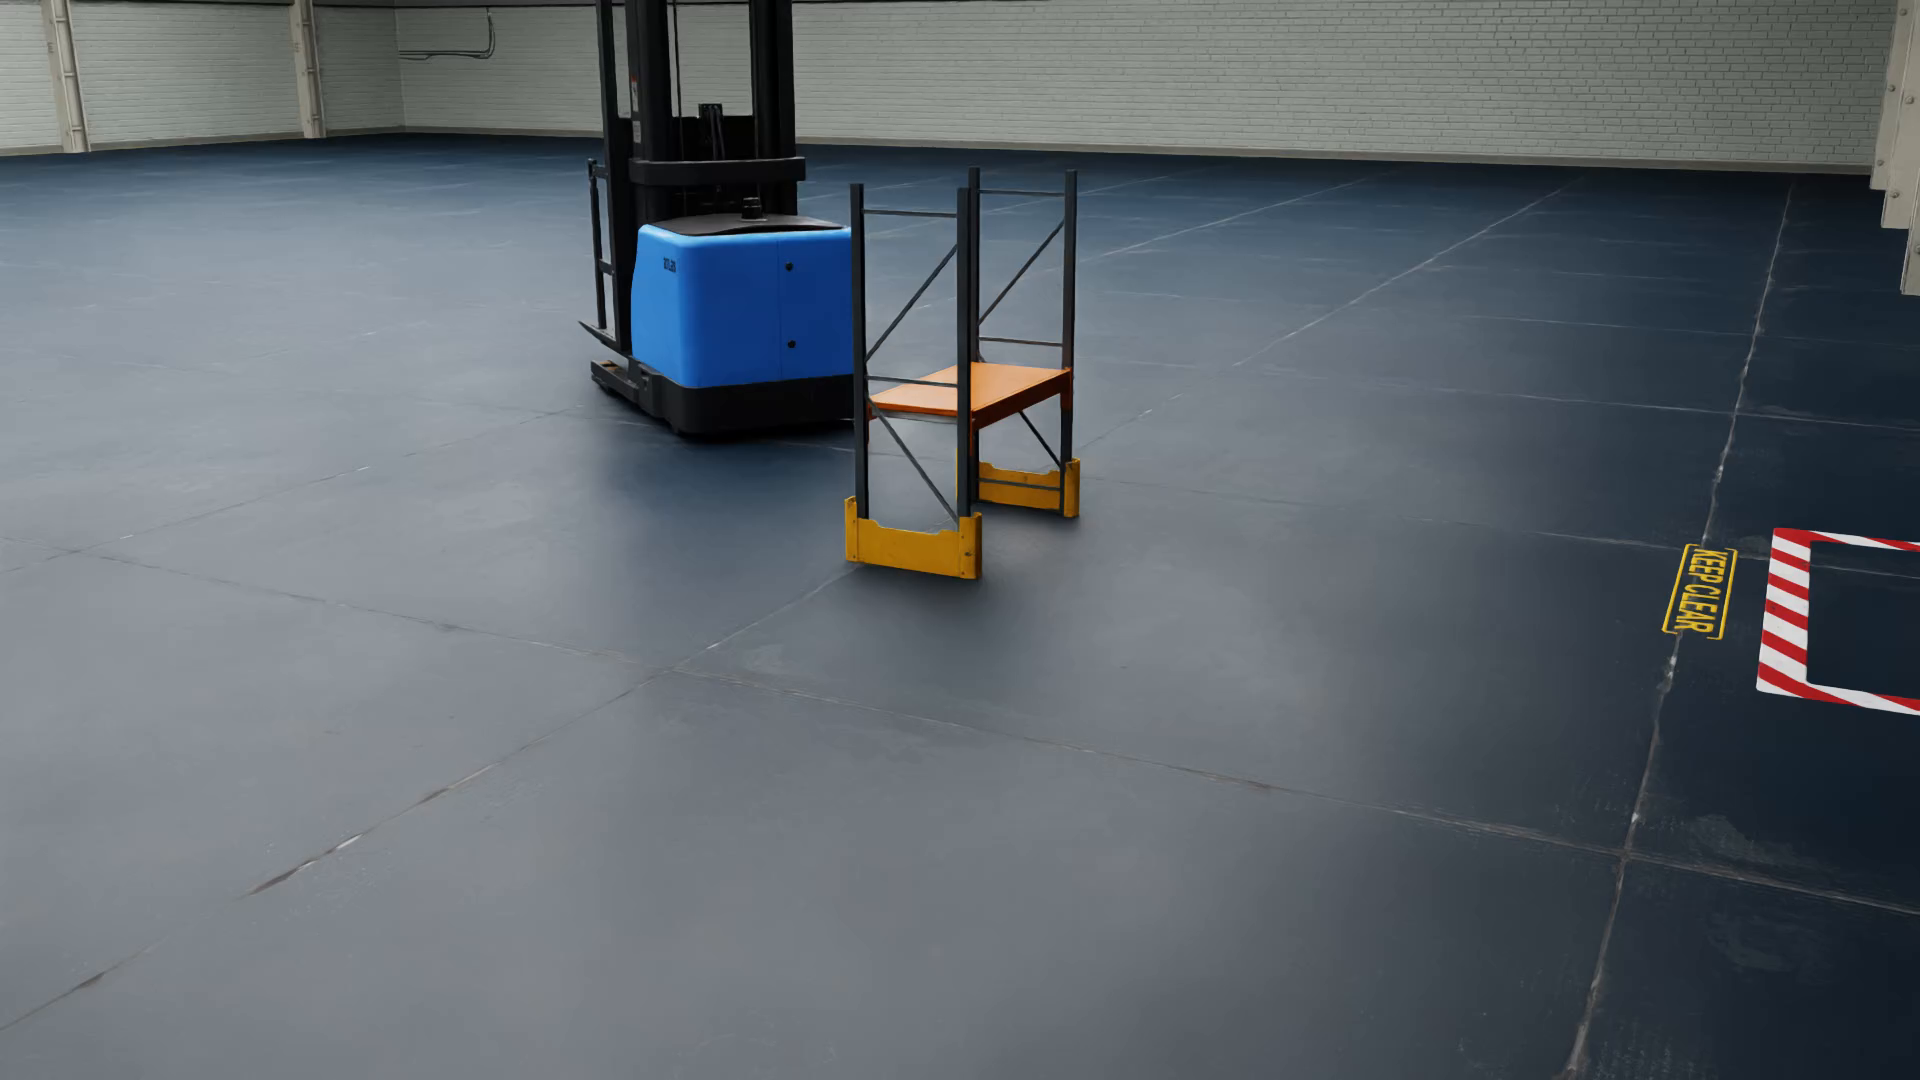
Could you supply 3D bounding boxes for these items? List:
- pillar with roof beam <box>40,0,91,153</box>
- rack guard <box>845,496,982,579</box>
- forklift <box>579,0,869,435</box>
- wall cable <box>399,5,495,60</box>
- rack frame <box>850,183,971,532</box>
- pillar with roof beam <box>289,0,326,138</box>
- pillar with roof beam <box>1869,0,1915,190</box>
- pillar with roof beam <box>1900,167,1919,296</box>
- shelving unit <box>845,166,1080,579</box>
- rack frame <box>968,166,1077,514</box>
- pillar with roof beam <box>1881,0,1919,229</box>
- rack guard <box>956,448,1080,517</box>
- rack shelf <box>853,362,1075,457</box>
[{"bbox_3d":[-13.513,-11.394,29.580,9.100,9.000,0.400,8,18,25],"label":"pillar with roof beam"},{"bbox_3d":[-0.188,-0.012,6.627,0.587,0.250,0.087,8,18,25],"label":"rack guard"},{"bbox_3d":[-1.602,-2.333,9.730,1.130,2.935,3.031,-8,18,-25],"label":"forklift"},{"bbox_3d":[-12.183,-12.563,38.972,3.097,2.526,0.112,8,18,25],"label":"wall cable"},{"bbox_3d":[-0.189,-0.611,6.448,0.500,1.500,0.032,8,18,25],"label":"rack frame"},{"bbox_3d":[-10.831,-12.922,34.725,9.100,9.000,0.400,8,18,25],"label":"pillar with roof beam"},{"bbox_3d":[9.646,-10.010,24.921,9.100,9.000,0.400,8,18,25],"label":"pillar with roof beam"},{"bbox_3d":[4.284,-6.953,14.630,9.100,9.000,0.400,8,18,25],"label":"pillar with roof beam"},{"bbox_3d":[0.034,-0.738,6.876,0.587,1.500,1.083,8,18,25],"label":"shelving unit"},{"bbox_3d":[0.265,-0.870,7.320,0.500,1.500,0.032,8,18,25],"label":"rack frame"},{"bbox_3d":[6.965,-8.481,19.775,9.100,9.000,0.400,8,18,25],"label":"pillar with roof beam"},{"bbox_3d":[0.257,-0.266,7.481,0.587,0.250,0.087,8,18,25],"label":"rack guard"},{"bbox_3d":[0.038,-0.568,6.935,0.538,0.185,1.000,8,18,25],"label":"rack shelf"}]
